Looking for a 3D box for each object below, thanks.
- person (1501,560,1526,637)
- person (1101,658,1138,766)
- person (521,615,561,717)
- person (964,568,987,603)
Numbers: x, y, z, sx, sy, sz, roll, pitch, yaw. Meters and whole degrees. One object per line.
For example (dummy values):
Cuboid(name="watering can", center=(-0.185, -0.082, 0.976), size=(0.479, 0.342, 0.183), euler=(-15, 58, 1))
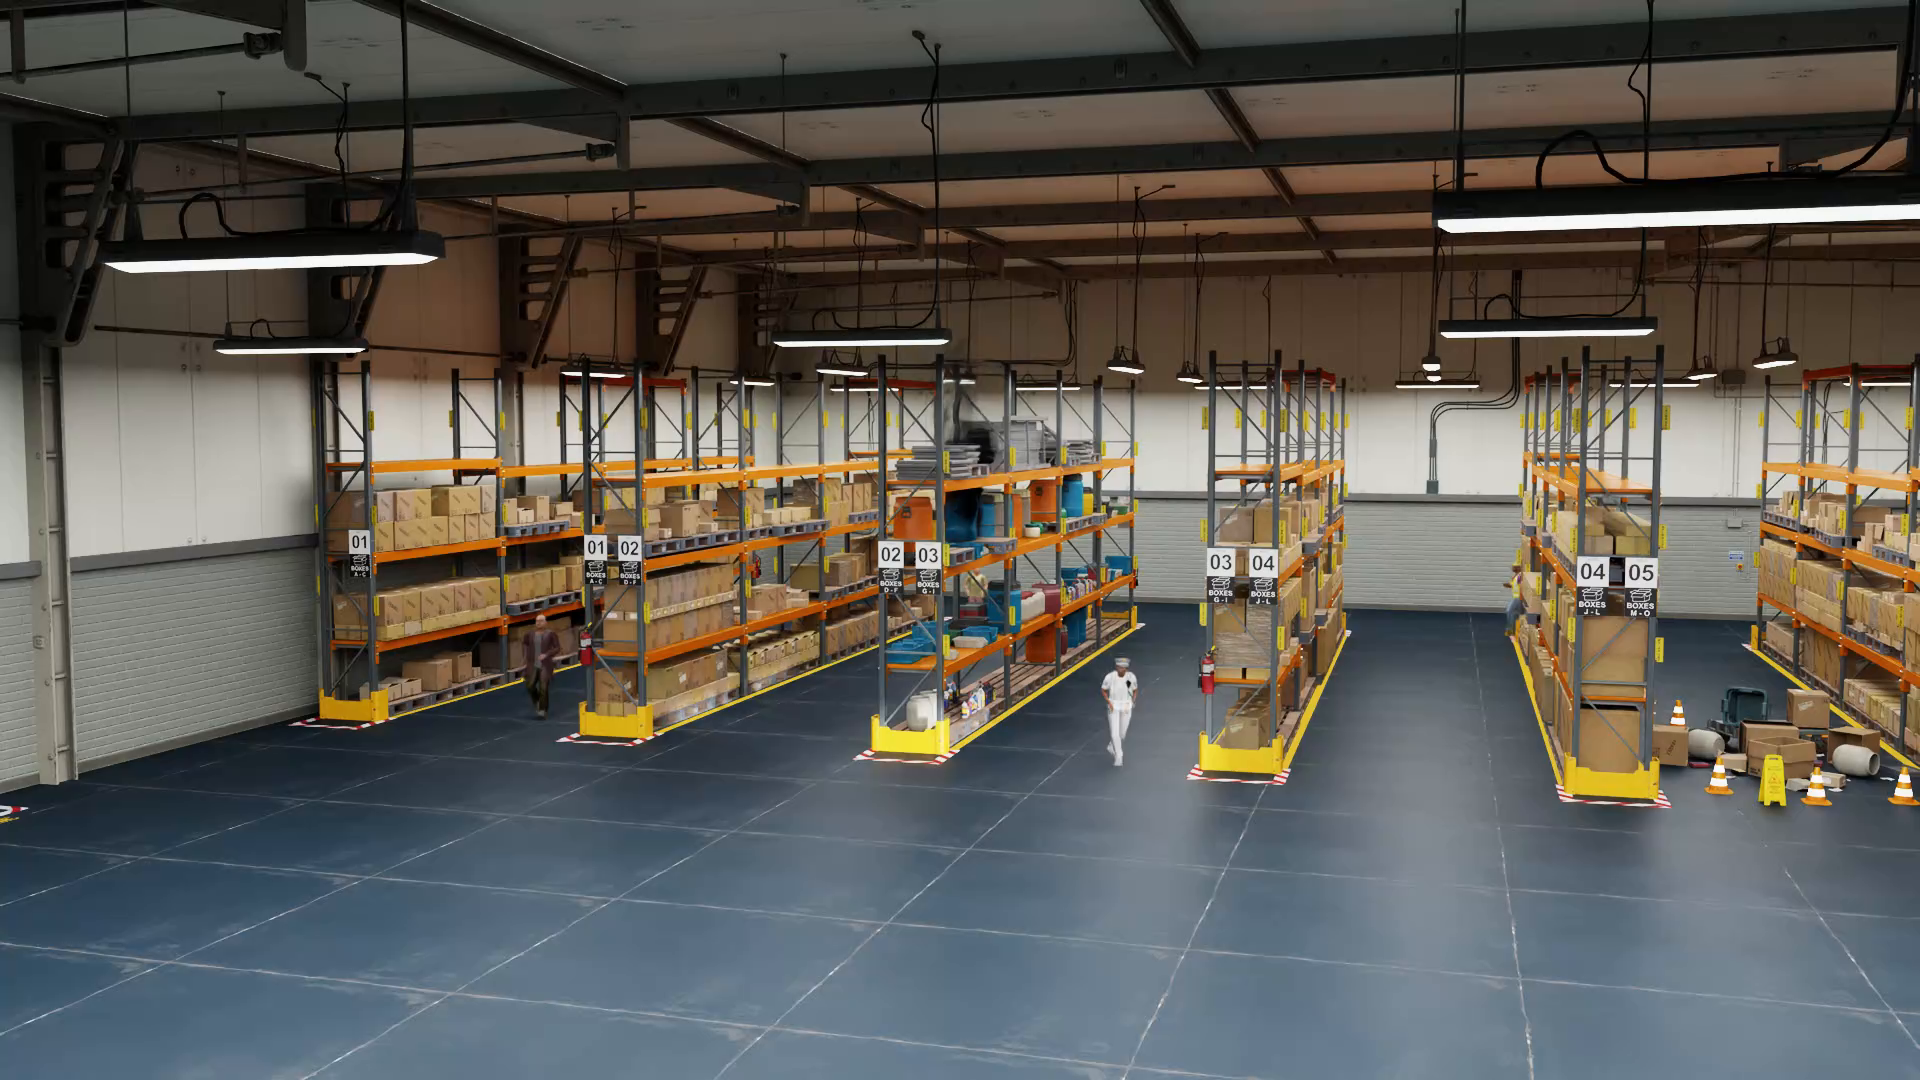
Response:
Cuboid(name="person", center=(13.052, 1.365, 38.706), size=(0.870, 1.792, 0.711), euler=(1, 4, 10))
Cuboid(name="person", center=(2.327, 2.478, 24.380), size=(0.544, 1.619, 0.838), euler=(0, 4, -3))
Cuboid(name="person", center=(-7.085, 2.126, 27.999), size=(0.703, 1.732, 0.625), euler=(0, 4, 0))
Cuboid(name="person", center=(0.368, 1.357, 39.537), size=(0.557, 1.625, 0.521), euler=(0, 4, 1))
